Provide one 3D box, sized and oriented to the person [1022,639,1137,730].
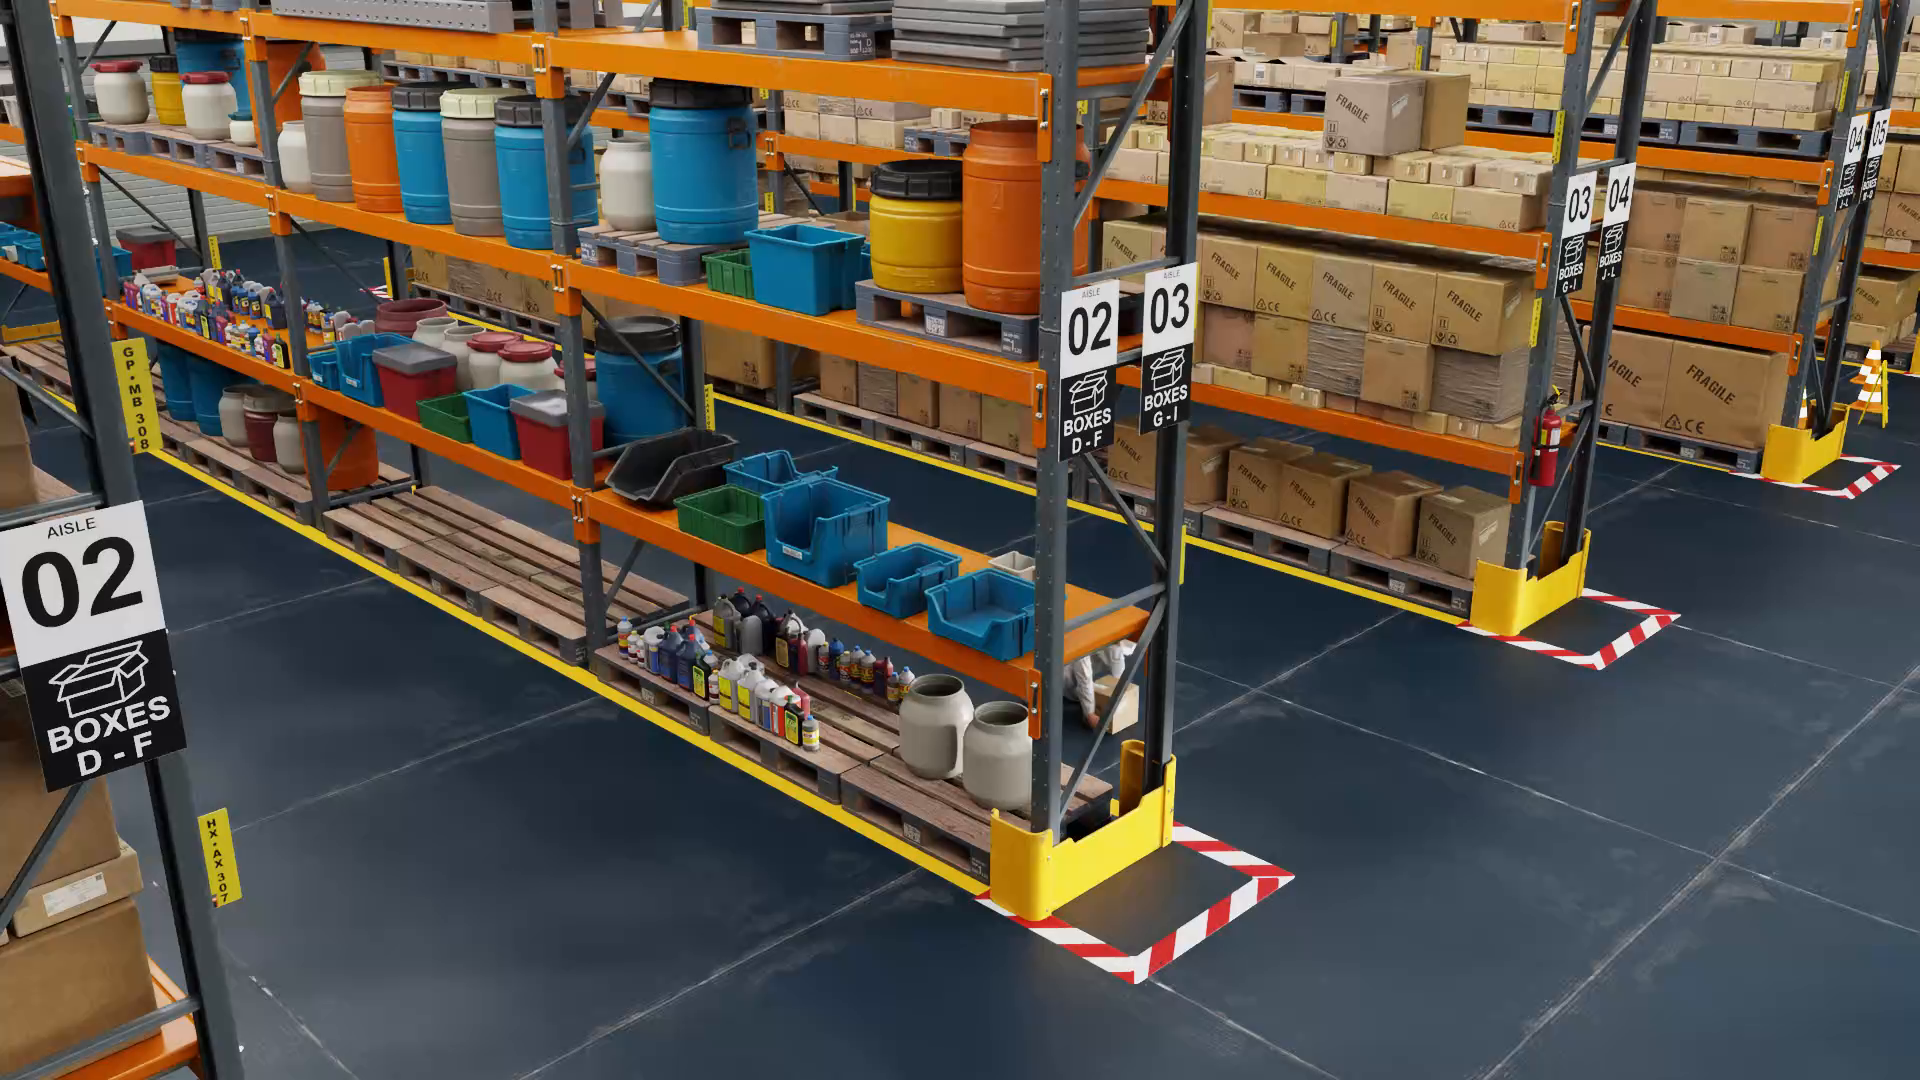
[{"bbox_3d":[0.748,0.742,10.549,0.974,0.820,0.509,18,27,40],"label":"person"}]
